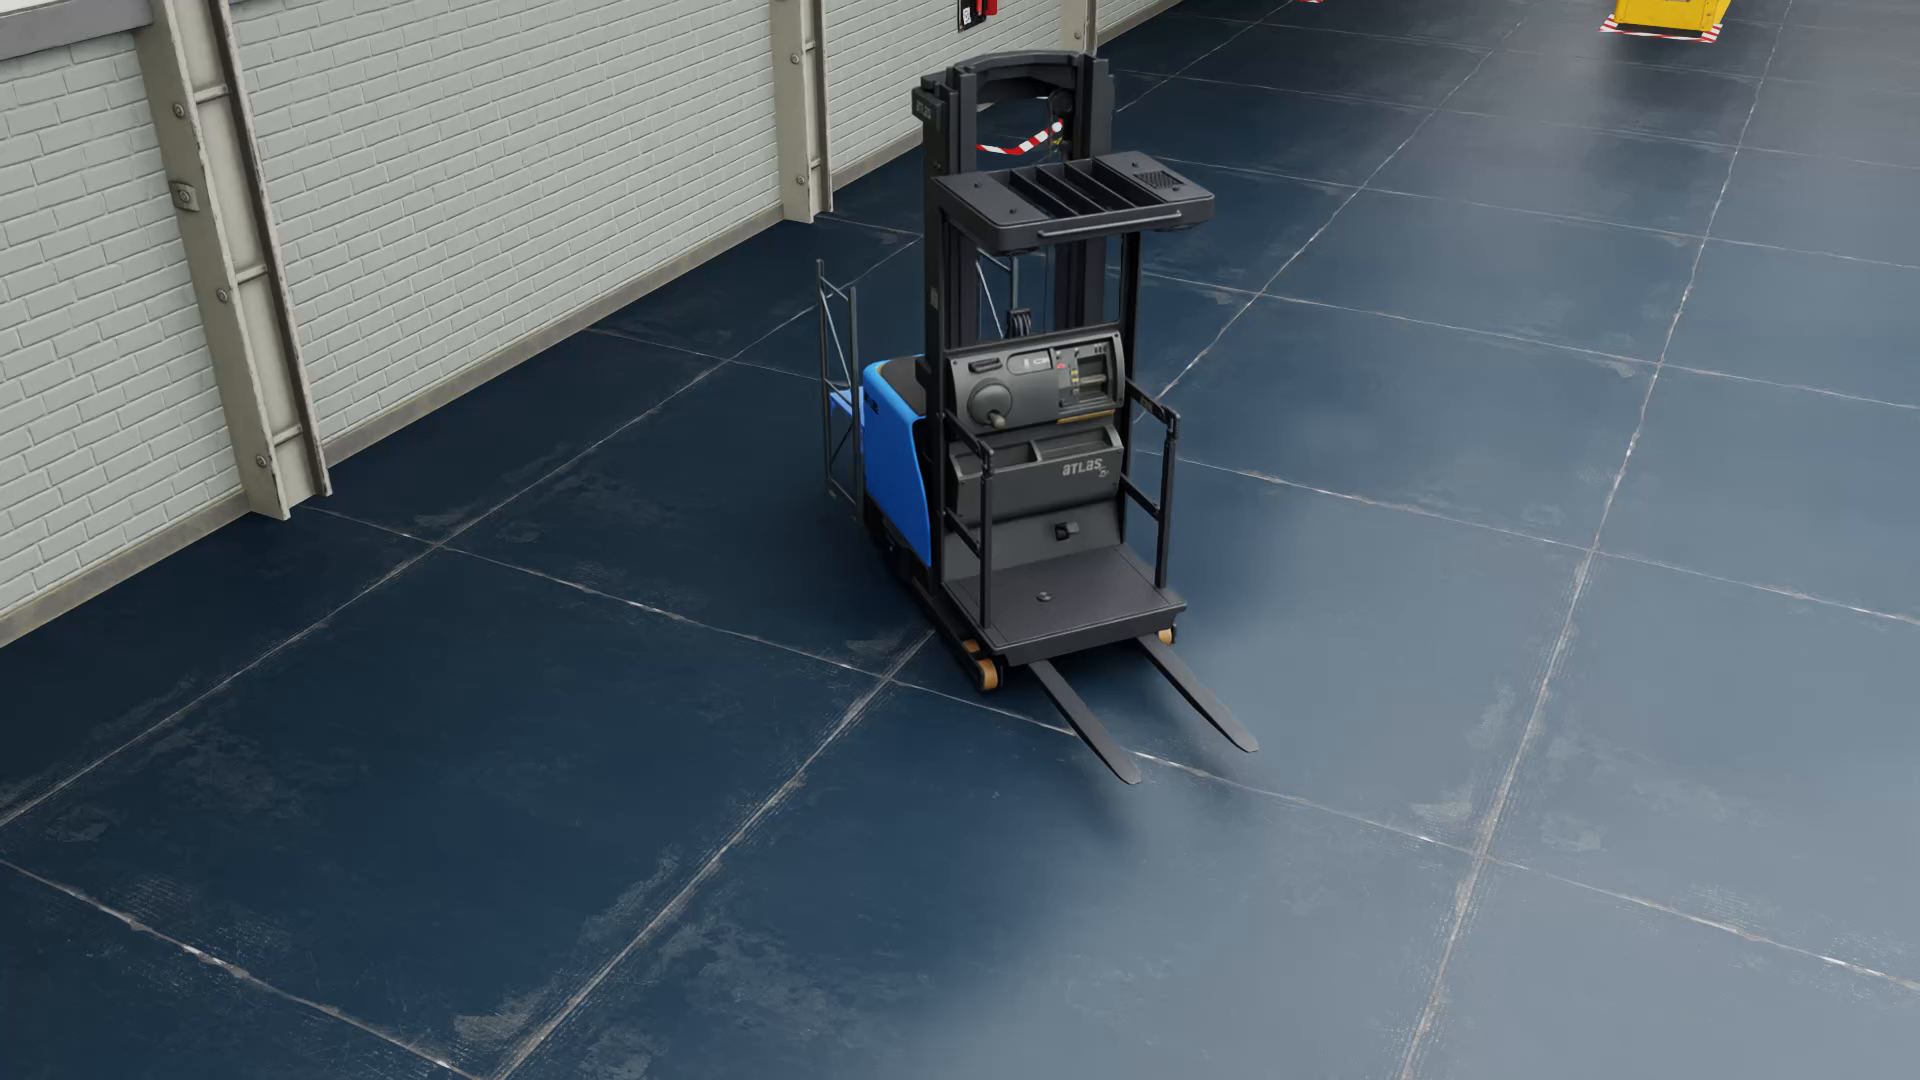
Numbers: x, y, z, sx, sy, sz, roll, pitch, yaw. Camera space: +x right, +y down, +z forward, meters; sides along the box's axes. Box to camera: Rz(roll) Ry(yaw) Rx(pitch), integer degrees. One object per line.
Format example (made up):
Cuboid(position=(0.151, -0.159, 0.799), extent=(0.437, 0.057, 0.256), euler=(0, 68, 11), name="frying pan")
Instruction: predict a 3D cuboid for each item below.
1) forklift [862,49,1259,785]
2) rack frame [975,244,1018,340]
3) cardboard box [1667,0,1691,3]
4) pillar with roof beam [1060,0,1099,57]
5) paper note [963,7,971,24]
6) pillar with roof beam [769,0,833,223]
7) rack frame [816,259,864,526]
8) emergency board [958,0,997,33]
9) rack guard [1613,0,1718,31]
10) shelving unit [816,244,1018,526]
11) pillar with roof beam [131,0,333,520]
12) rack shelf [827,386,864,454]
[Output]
Cuboid(position=(0.477, -0.747, 8.107), extent=(1.130, 2.935, 3.031), euler=(-12, 32, -20), name="forklift")
Cuboid(position=(0.205, -1.078, 10.121), extent=(0.032, 1.500, 0.500), euler=(-14, 33, -23), name="rack frame")
Cuboid(position=(9.413, -7.067, 21.384), extent=(0.500, 0.250, 0.500), euler=(14, 33, 23), name="cardboard box")
Cuboid(position=(5.207, -8.484, 15.487), extent=(9.100, 9.000, 0.400), euler=(14, 33, 23), name="pillar with roof beam")
Cuboid(position=(0.072, -5.327, 16.899), extent=(0.016, 0.148, 0.142), euler=(14, 33, 23), name="paper note")
Cuboid(position=(2.473, -5.824, 10.856), extent=(9.100, 9.000, 0.400), euler=(14, 33, 23), name="pillar with roof beam")
Cuboid(position=(-0.701, -0.848, 9.721), extent=(0.032, 1.500, 0.500), euler=(-14, 33, -23), name="rack frame")
Cuboid(position=(0.215, -5.772, 16.789), extent=(0.194, 1.169, 0.643), euler=(14, 33, 23), name="emergency board")
Cuboid(position=(8.959, -6.796, 21.082), extent=(1.175, 0.500, 0.348), euler=(14, 33, 23), name="rack guard")
Cuboid(position=(-0.248, -0.963, 9.921), extent=(1.048, 1.500, 0.538), euler=(-14, 33, -23), name="shelving unit")
Cuboid(position=(-0.260, -3.164, 6.224), extent=(9.100, 9.000, 0.400), euler=(14, 33, 23), name="pillar with roof beam")
Cuboid(position=(-0.248, -0.807, 10.010), extent=(1.000, 0.185, 0.538), euler=(-14, 33, -23), name="rack shelf")
